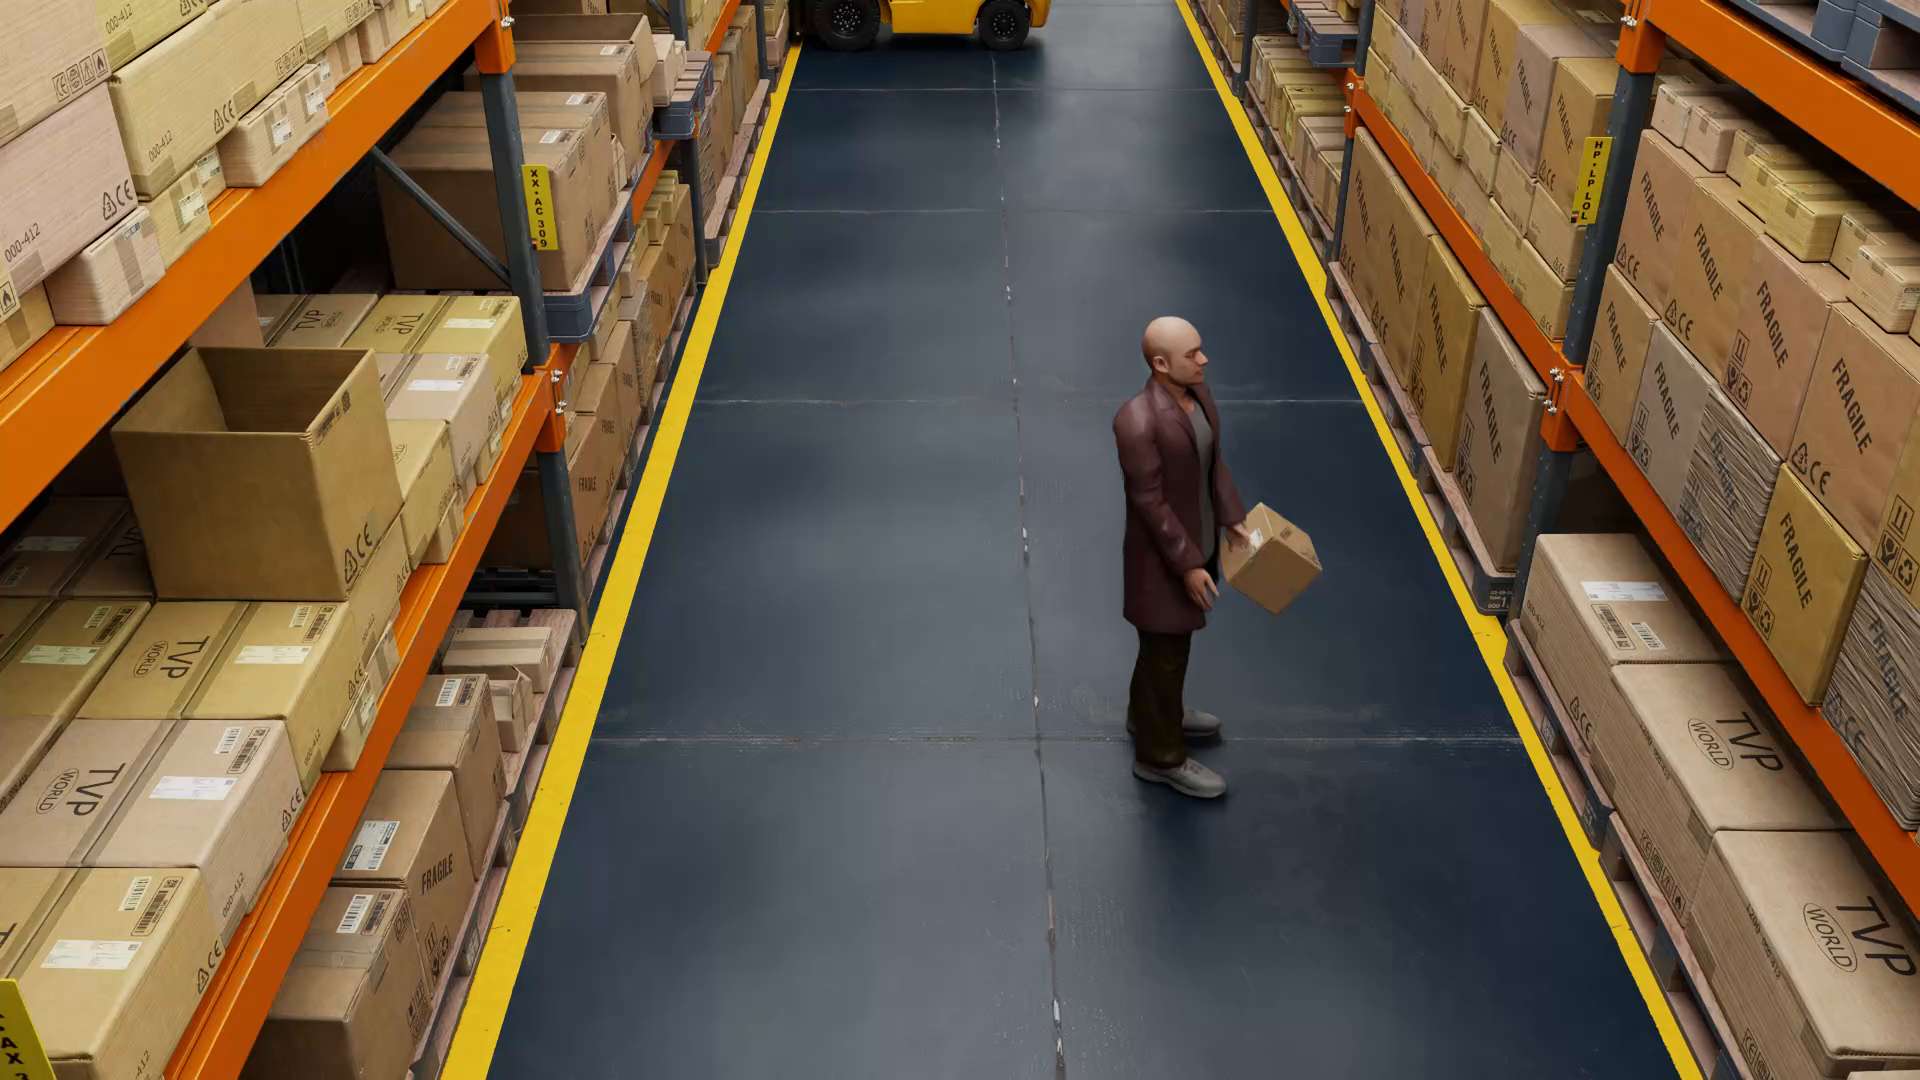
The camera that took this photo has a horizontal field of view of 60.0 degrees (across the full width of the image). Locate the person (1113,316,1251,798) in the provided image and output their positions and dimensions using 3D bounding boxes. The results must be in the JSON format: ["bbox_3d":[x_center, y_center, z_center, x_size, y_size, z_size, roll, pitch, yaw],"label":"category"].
[{"bbox_3d":[0.859,0.052,6.041,0.557,1.781,0.579,18,35,27],"label":"person"}]
